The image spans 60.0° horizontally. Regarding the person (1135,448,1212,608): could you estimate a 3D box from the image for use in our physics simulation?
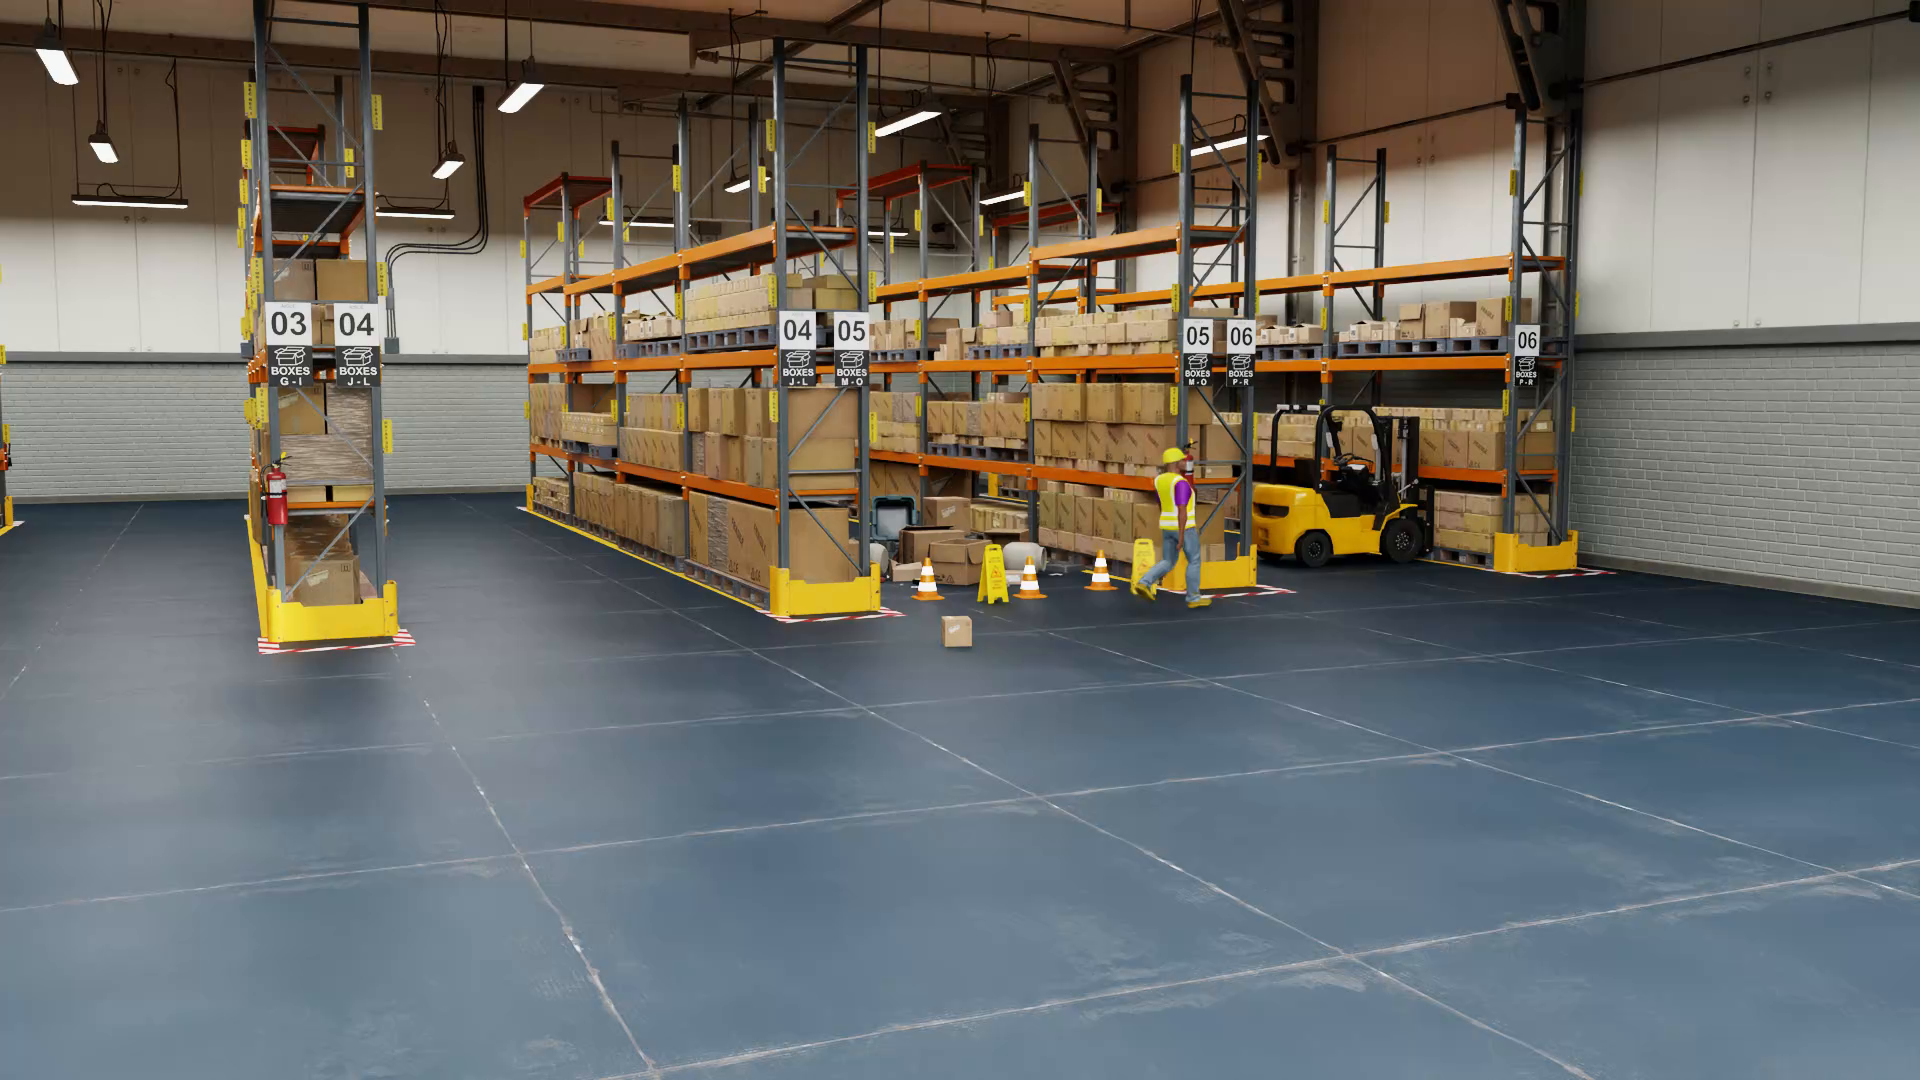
[{"bbox_3d":[2.317,-0.126,17.927,0.899,1.736,0.556,-3,6,-33],"label":"person"}]
